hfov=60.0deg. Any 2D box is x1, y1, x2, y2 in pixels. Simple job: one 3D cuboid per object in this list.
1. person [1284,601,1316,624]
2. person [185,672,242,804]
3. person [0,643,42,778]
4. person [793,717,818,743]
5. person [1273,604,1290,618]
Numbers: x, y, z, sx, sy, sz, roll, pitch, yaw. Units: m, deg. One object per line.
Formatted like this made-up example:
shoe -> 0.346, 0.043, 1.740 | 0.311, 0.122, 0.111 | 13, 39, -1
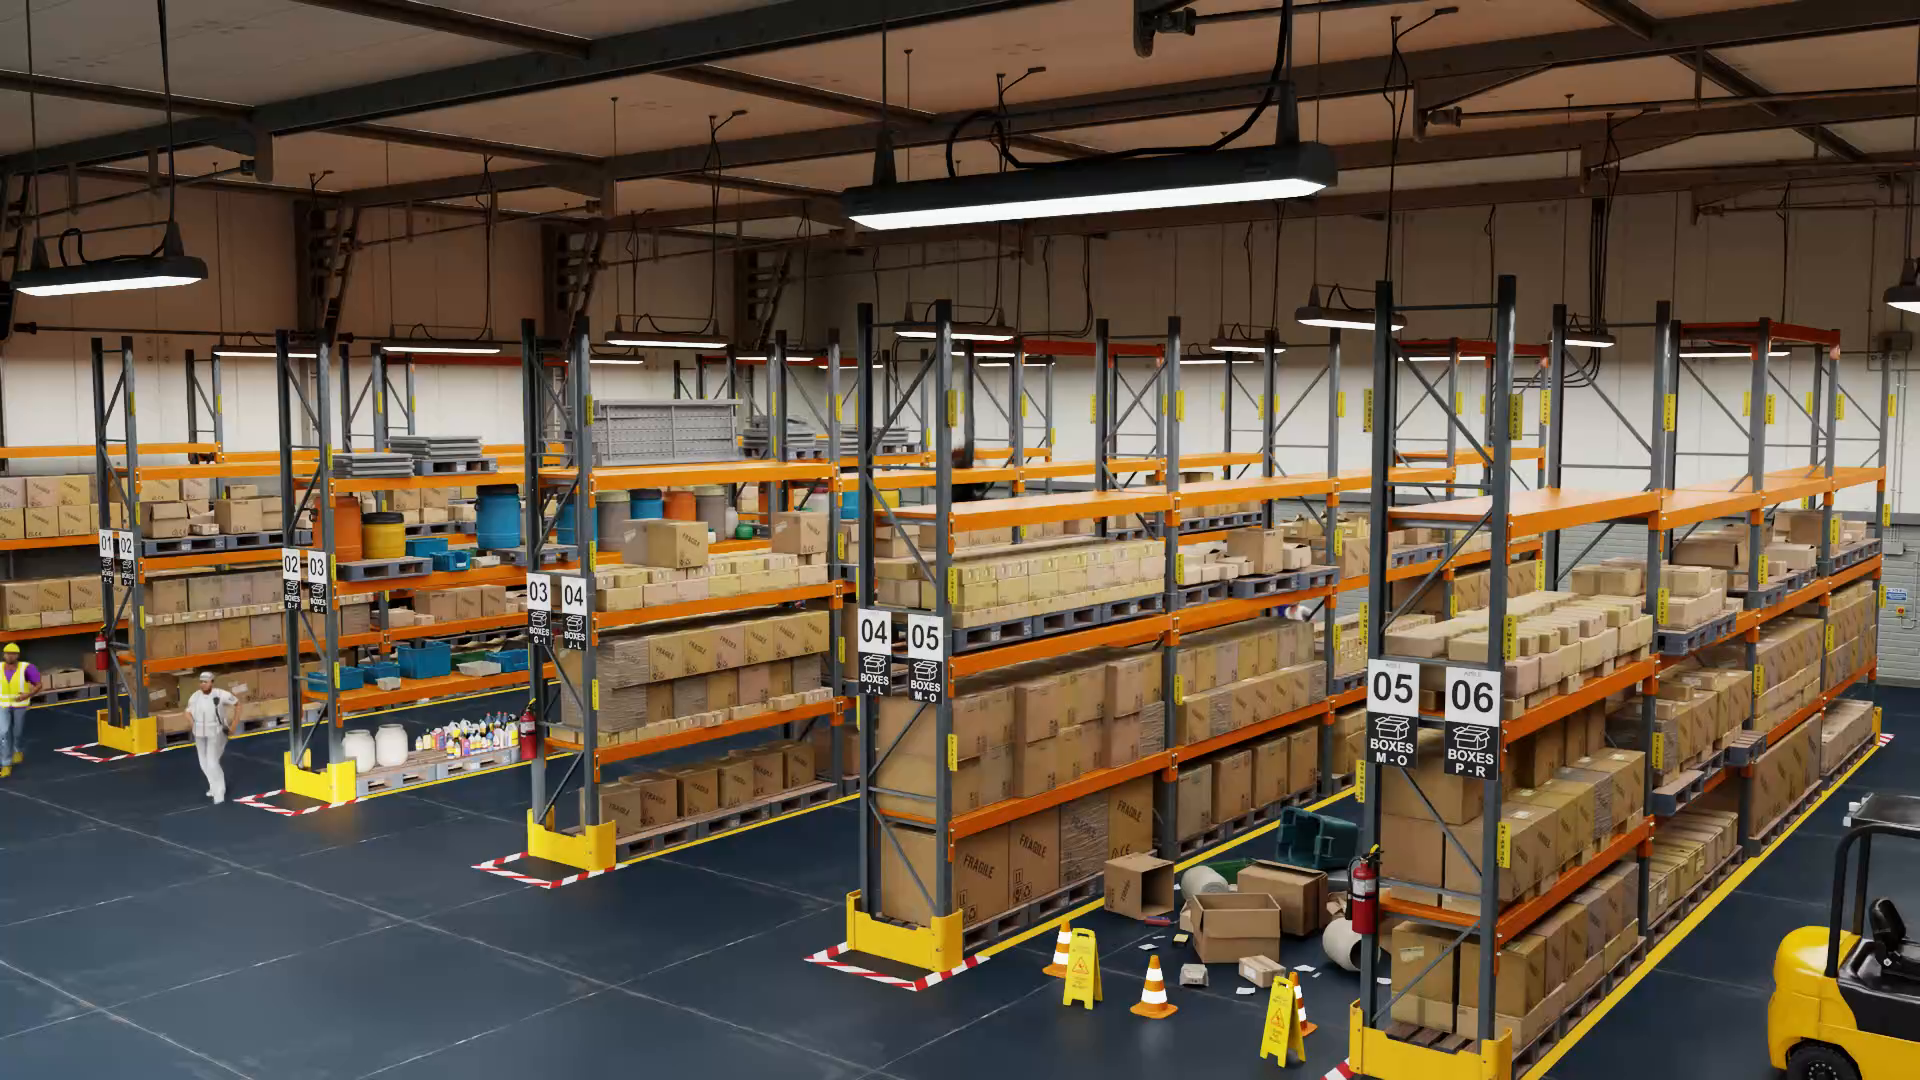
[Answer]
person -> 5.856, 1.779, 28.803 | 0.660, 1.797, 0.785 | 3, 6, 30
person -> -9.521, 2.523, 21.153 | 0.621, 1.725, 0.714 | 0, 5, 1
person -> -13.003, 2.291, 22.834 | 0.707, 1.770, 0.951 | -2, 5, -24
person -> -2.263, 2.216, 24.060 | 0.683, 1.760, 0.872 | 4, 6, 37
person -> 6.161, 1.612, 31.715 | 0.613, 1.645, 0.673 | -3, 6, -28
